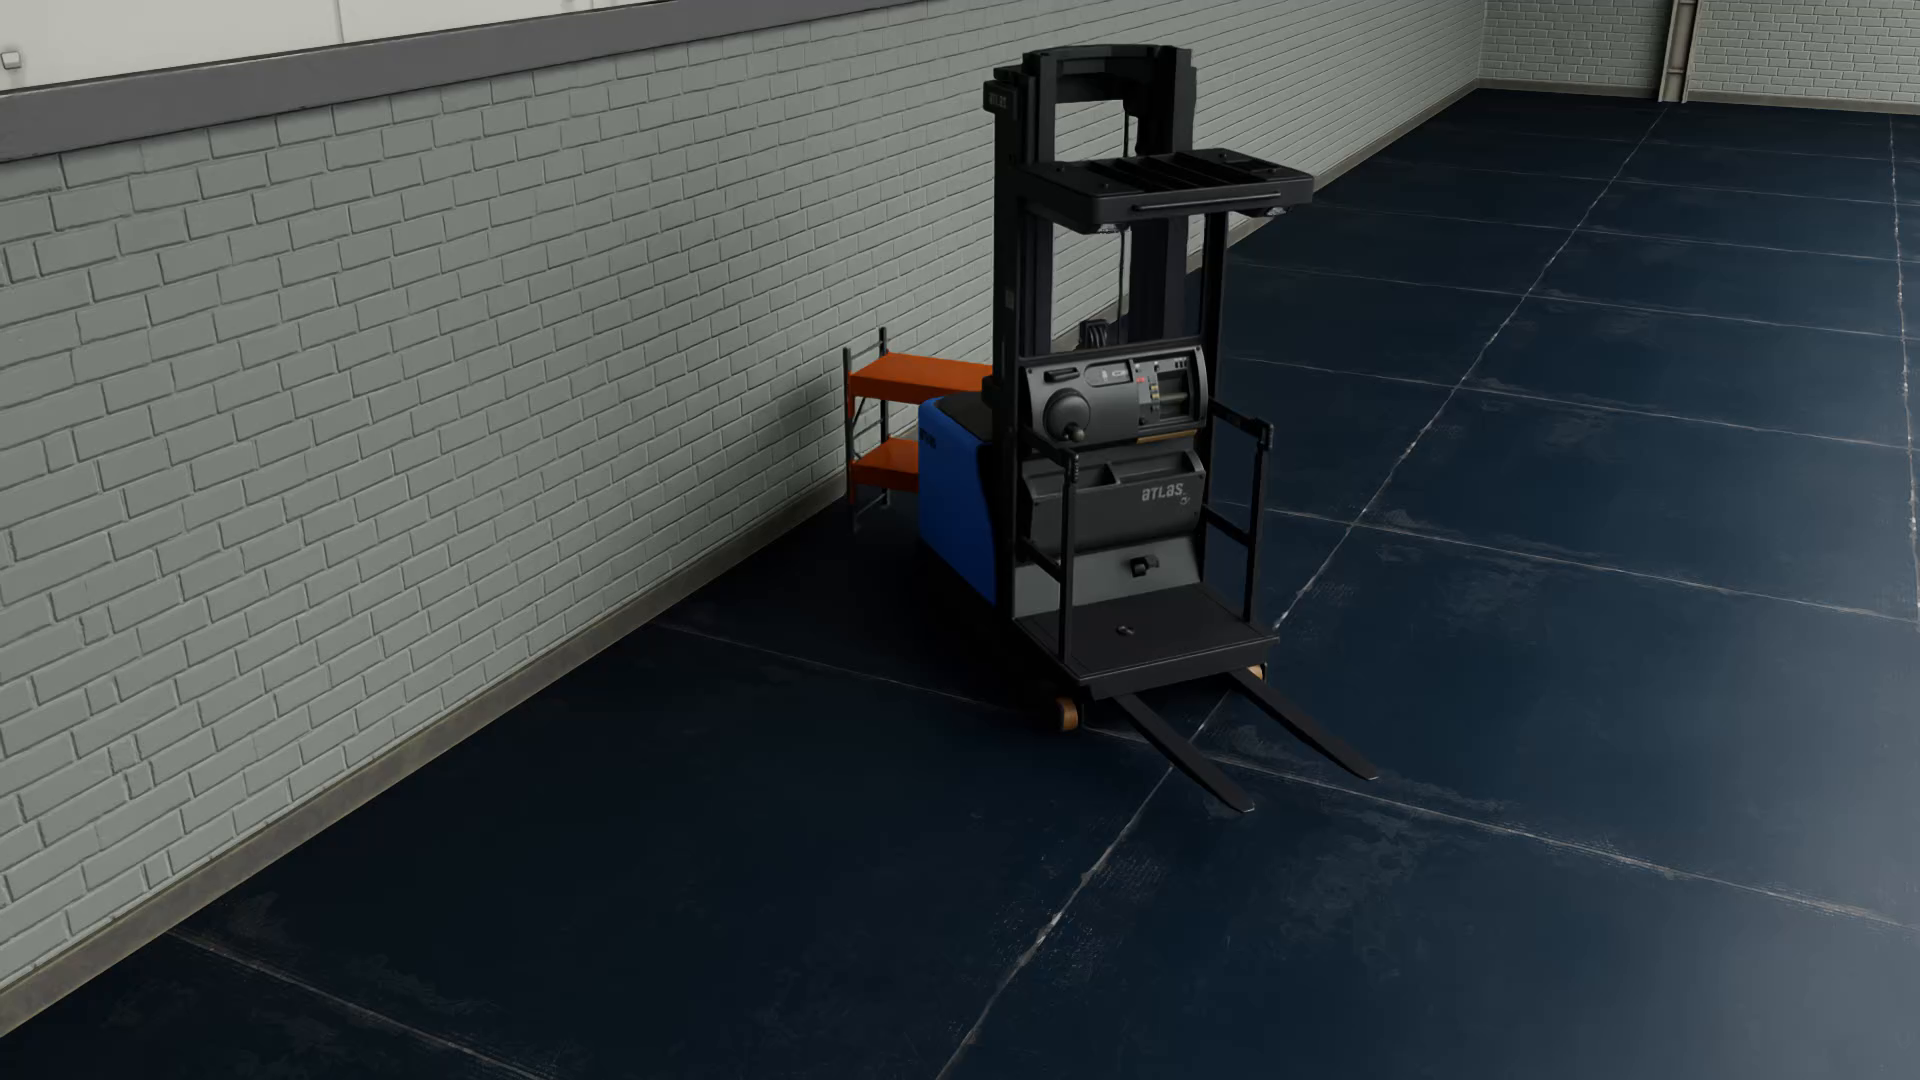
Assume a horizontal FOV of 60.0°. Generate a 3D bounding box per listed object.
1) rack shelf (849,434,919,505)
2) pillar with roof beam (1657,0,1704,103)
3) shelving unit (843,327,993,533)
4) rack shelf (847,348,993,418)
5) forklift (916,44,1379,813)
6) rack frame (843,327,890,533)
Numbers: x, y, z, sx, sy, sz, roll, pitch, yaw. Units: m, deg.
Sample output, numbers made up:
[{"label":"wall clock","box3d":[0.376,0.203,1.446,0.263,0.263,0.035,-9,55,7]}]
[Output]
[{"label":"rack shelf","box3d":[-0.084,-0.347,9.754,1.000,0.278,0.538,10,25,22]},{"label":"pillar with roof beam","box3d":[9.075,-9.431,20.428,0.400,9.000,9.100,11,25,25]},{"label":"shelving unit","box3d":[-0.084,-0.572,9.659,1.048,1.125,0.538,10,25,22]},{"label":"rack shelf","box3d":[-0.084,-0.842,9.544,1.000,0.278,0.538,10,25,22]},{"label":"forklift","box3d":[0.820,-0.653,7.539,1.130,2.935,3.031,-10,25,-22]},{"label":"rack frame","box3d":[-0.548,-0.654,9.849,0.032,1.125,0.500,10,25,22]}]
